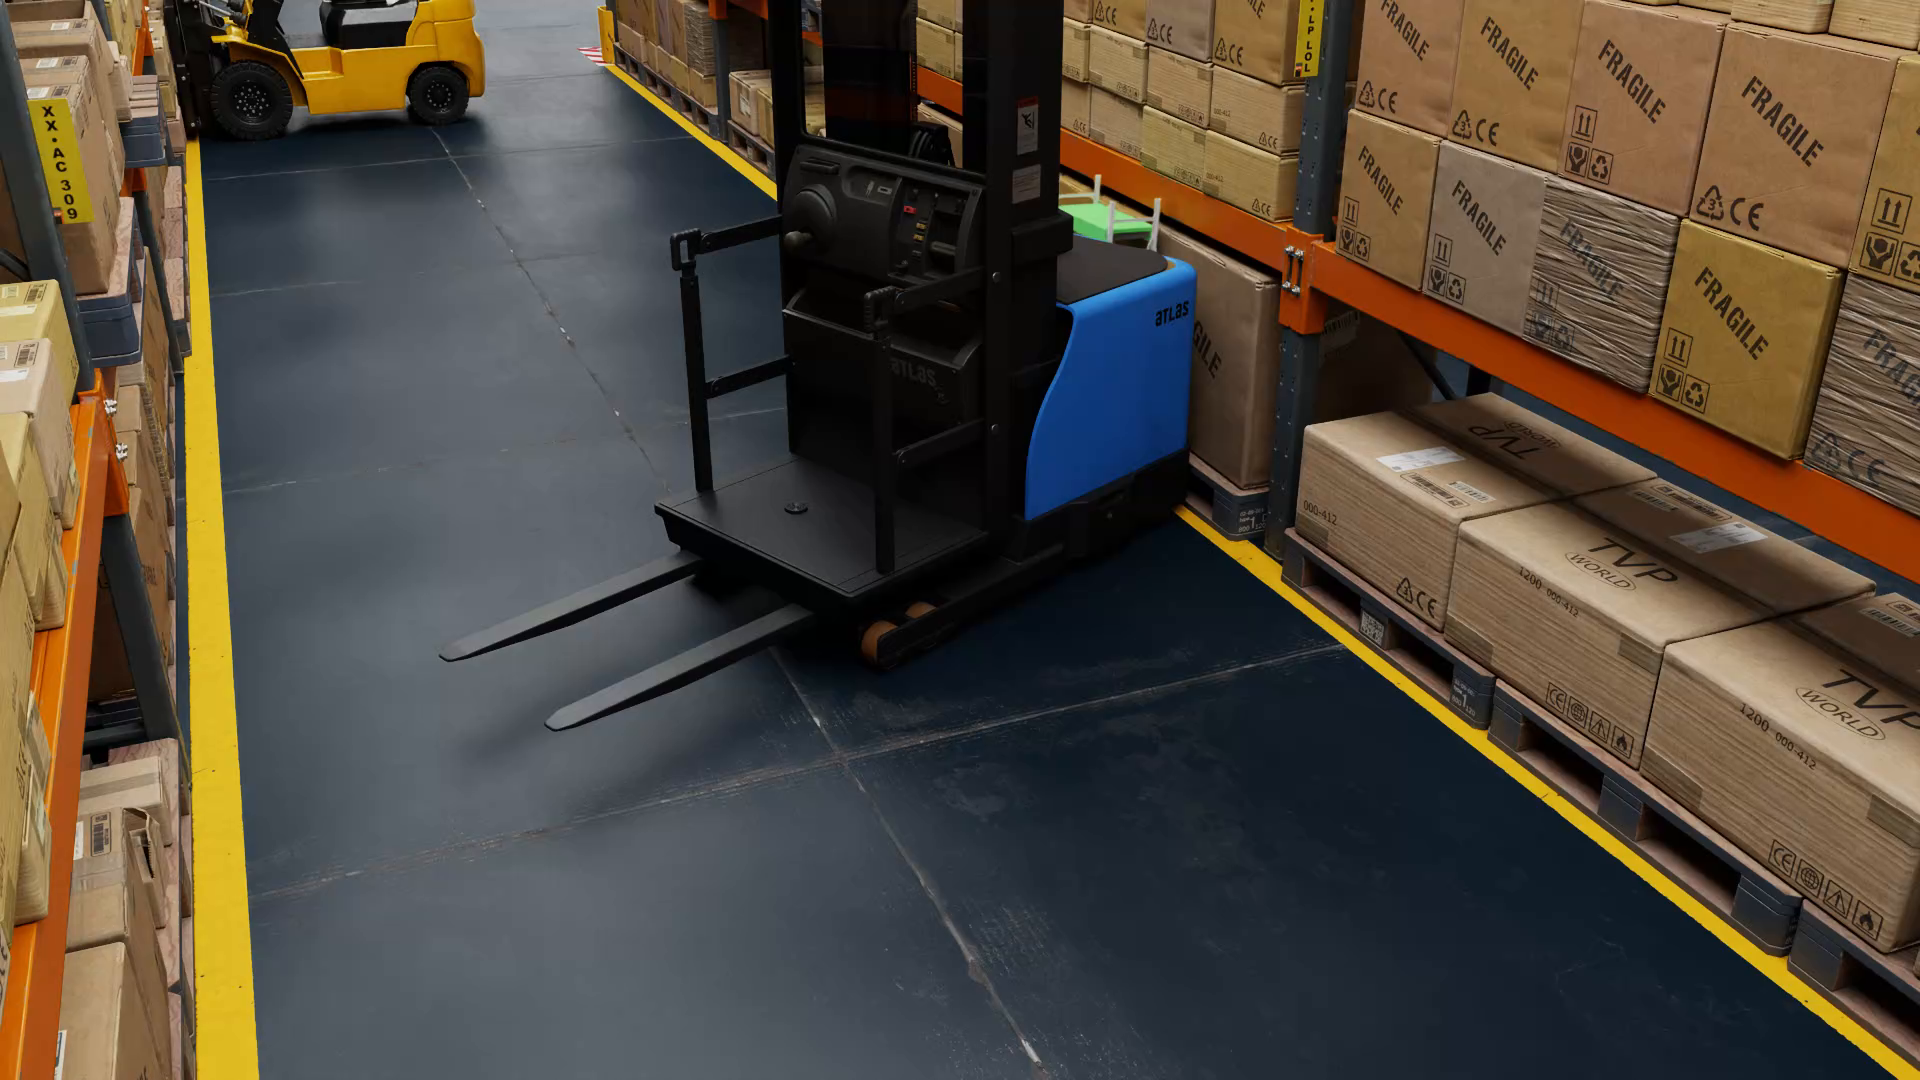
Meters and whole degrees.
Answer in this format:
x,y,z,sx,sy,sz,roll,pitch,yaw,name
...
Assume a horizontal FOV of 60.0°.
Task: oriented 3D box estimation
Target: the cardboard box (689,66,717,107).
x,y,z,sx,sy,sz,roll,pitch,yaw,name
-1.915,-3.741,13.648,0.500,0.250,0.500,-9,28,-18,cardboard box

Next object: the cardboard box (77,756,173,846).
x,y,z,sx,sy,sz,roll,pitch,yaw,name
-2.381,0.756,4.554,0.380,0.149,0.250,-11,28,-22,cardboard box

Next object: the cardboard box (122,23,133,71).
x,y,z,sx,sy,sz,roll,pitch,yaw,name
-4.785,-2.690,9.012,0.500,0.250,0.500,-12,28,-22,cardboard box

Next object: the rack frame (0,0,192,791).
x,y,z,sx,sy,sz,roll,pitch,yaw,name
-2.869,-0.511,4.378,1.000,3.000,0.127,-11,28,-21,rack frame

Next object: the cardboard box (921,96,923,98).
x,y,z,sx,sy,sz,roll,pitch,yaw,name
-0.604,-4.139,14.655,0.500,0.500,0.500,8,27,15,cardboard box

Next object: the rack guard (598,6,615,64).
x,y,z,sx,sy,sz,roll,pitch,yaw,name
-2.973,-5.056,16.535,1.175,0.500,0.348,-11,28,-21,rack guard

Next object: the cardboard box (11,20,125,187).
x,y,z,sx,sy,sz,roll,pitch,yaw,name
-3.363,-1.504,5.819,0.700,0.500,0.500,-11,28,-21,cardboard box

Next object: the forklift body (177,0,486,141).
x,y,z,sx,sy,sz,roll,pitch,yaw,name
-5.147,-4.522,13.560,2.313,2.155,1.214,-11,28,-21,forklift body

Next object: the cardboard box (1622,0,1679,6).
x,y,z,sx,sy,sz,roll,pitch,yaw,name
1.954,-1.559,4.532,0.380,0.149,0.250,-11,28,-22,cardboard box

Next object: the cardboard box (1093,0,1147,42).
x,y,z,sx,sy,sz,roll,pitch,yaw,name
0.901,-2.412,7.019,0.500,0.500,0.500,-10,28,-19,cardboard box

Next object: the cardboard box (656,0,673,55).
x,y,z,sx,sy,sz,roll,pitch,yaw,name
-2.316,-4.489,14.325,0.500,0.500,0.500,-9,27,-18,cardboard box

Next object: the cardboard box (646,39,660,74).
x,y,z,sx,sy,sz,roll,pitch,yaw,name
-2.523,-4.364,14.925,0.500,0.250,0.500,-9,27,-17,cardboard box

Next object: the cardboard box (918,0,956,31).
x,y,z,sx,sy,sz,roll,pitch,yaw,name
0.102,-2.890,8.852,0.500,0.250,0.500,-11,28,-21,cardboard box

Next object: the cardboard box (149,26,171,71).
x,y,z,sx,sy,sz,roll,pitch,yaw,name
-6.094,-3.600,12.221,0.500,0.250,0.500,-11,28,-21,cardboard box

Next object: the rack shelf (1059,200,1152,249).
x,y,z,sx,sy,sz,roll,pitch,yaw,name
0.606,-1.324,7.119,0.258,0.148,0.480,-9,26,-25,rack shelf

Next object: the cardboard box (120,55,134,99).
x,y,z,sx,sy,sz,roll,pitch,yaw,name
-3.825,-2.002,7.240,0.380,0.149,0.250,-10,28,-20,cardboard box

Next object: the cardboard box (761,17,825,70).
x,y,z,sx,sy,sz,roll,pitch,yaw,name
-1.419,-4.170,13.672,0.500,0.500,0.500,-9,27,-18,cardboard box

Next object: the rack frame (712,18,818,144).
x,y,z,sx,sy,sz,roll,pitch,yaw,name
-1.436,-4.595,12.742,1.000,3.000,0.127,-11,28,-21,rack frame

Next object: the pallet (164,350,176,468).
x,y,z,sx,sy,sz,roll,pitch,yaw,name
-4.178,-0.565,7.666,1.003,0.211,1.213,-11,28,-21,pallet

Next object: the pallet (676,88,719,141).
x,y,z,sx,sy,sz,roll,pitch,yaw,name
-1.732,-3.607,13.897,1.003,0.211,1.213,-11,28,-21,pallet

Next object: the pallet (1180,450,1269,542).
x,y,z,sx,sy,sz,roll,pitch,yaw,name
1.325,-0.411,7.351,1.003,0.211,1.213,-11,28,-21,pallet

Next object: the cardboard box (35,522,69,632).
x,y,z,sx,sy,sz,roll,pitch,yaw,name
-2.062,0.098,3.416,0.380,0.149,0.250,-11,28,-21,cardboard box

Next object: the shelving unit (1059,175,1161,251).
x,y,z,sx,sy,sz,roll,pitch,yaw,name
0.585,-0.942,7.285,0.258,1.200,0.503,-9,26,-25,shelving unit

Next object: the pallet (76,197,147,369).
x,y,z,sx,sy,sz,roll,pitch,yaw,name
-3.081,-0.766,5.119,1.003,0.211,1.213,-11,28,-21,pallet

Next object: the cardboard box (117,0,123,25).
x,y,z,sx,sy,sz,roll,pitch,yaw,name
-4.579,-2.706,8.475,0.500,0.250,0.500,-10,28,-19,cardboard box

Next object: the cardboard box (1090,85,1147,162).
x,y,z,sx,sy,sz,roll,pitch,yaw,name
0.911,-1.848,7.288,0.500,0.250,0.500,-11,28,-22,cardboard box

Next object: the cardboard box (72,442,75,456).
x,y,z,sx,sy,sz,roll,pitch,yaw,name
-2.390,-0.211,4.050,0.380,0.149,0.250,-10,28,-19,cardboard box

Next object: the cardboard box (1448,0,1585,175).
x,y,z,sx,sy,sz,roll,pitch,yaw,name
1.852,-1.421,4.987,0.500,0.500,0.500,-11,28,-21,cardboard box

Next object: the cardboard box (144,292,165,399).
x,y,z,sx,sy,sz,roll,pitch,yaw,name
-3.886,-0.854,7.450,0.500,0.500,0.500,-11,28,-21,cardboard box

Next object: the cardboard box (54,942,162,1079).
x,y,z,sx,sy,sz,roll,pitch,yaw,name
-1.869,1.193,3.258,0.500,0.500,0.500,-10,28,-20,cardboard box

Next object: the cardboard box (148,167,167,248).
x,y,z,sx,sy,sz,roll,pitch,yaw,name
-5.194,-2.036,9.729,0.875,0.625,0.625,-12,28,-23,cardboard box

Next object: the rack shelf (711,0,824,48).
x,y,z,sx,sy,sz,roll,pitch,yaw,name
-0.653,-3.464,11.246,1.077,0.370,4.000,-11,28,-21,rack shelf

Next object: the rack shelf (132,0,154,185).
x,y,z,sx,sy,sz,roll,pitch,yaw,name
-5.219,-2.610,9.497,1.077,0.370,4.000,-11,28,-21,rack shelf

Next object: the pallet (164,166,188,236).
x,y,z,sx,sy,sz,roll,pitch,yaw,name
-5.677,-2.197,11.009,1.003,0.211,1.213,-11,28,-21,pallet

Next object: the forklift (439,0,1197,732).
x,y,z,sx,sy,sz,roll,pitch,yaw,name
-0.431,-1.119,5.701,1.130,2.935,3.031,23,34,38,forklift

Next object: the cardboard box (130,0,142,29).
x,y,z,sx,sy,sz,roll,pitch,yaw,name
-5.362,-3.313,10.287,0.500,0.250,0.500,-11,28,-21,cardboard box

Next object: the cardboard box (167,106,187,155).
x,y,z,sx,sy,sz,roll,pitch,yaw,name
-5.887,-2.946,12.020,0.500,0.250,0.500,-10,28,-20,cardboard box

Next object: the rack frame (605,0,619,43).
x,y,z,sx,sy,sz,roll,pitch,yaw,name
-3.003,-6.210,16.050,1.000,3.000,0.127,-11,28,-21,rack frame

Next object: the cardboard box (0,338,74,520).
x,y,z,sx,sy,sz,roll,pitch,yaw,name
-2.235,-0.214,3.601,0.500,0.250,0.500,-10,28,-20,cardboard box

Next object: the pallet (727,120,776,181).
x,y,z,sx,sy,sz,roll,pitch,yaw,name
-1.130,-3.028,12.711,1.003,0.211,1.213,-11,28,-21,pallet

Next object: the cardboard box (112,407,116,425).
x,y,z,sx,sy,sz,roll,pitch,yaw,name
-3.239,-0.474,5.933,0.380,0.149,0.250,-11,28,-21,cardboard box

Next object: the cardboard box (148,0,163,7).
x,y,z,sx,sy,sz,roll,pitch,yaw,name
-6.689,-4.218,13.487,0.500,0.250,0.500,-10,28,-20,cardboard box

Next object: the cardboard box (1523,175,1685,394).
x,y,z,sx,sy,sz,roll,pitch,yaw,name
2.022,-0.770,4.794,0.500,0.500,0.500,-10,28,-20,cardboard box

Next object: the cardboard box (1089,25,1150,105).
x,y,z,sx,sy,sz,roll,pitch,yaw,name
0.889,-2.067,7.167,0.500,0.250,0.500,-10,28,-19,cardboard box

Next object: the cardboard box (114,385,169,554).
x,y,z,sx,sy,sz,roll,pitch,yaw,name
-3.260,-0.226,6.164,0.500,0.500,0.500,-11,28,-22,cardboard box

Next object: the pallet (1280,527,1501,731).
x,y,z,sx,sy,sz,roll,pitch,yaw,name
1.923,0.208,6.083,1.003,0.211,1.213,-11,28,-21,pallet

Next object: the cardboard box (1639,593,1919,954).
x,y,z,sx,sy,sz,roll,pitch,yaw,name
2.547,0.595,4.554,0.875,0.438,0.875,-10,28,-19,cardboard box

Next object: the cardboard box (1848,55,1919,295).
x,y,z,sx,sy,sz,roll,pitch,yaw,name
2.433,-0.805,3.726,0.500,0.500,0.500,-11,28,-21,cardboard box

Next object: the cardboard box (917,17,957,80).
x,y,z,sx,sy,sz,roll,pitch,yaw,name
0.091,-2.672,8.975,0.500,0.250,0.500,-11,28,-21,cardboard box

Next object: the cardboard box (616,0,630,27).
x,y,z,sx,sy,sz,roll,pitch,yaw,name
-2.931,-5.117,15.612,0.500,0.500,0.500,-12,28,-22,cardboard box

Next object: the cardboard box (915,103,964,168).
x,y,z,sx,sy,sz,roll,pitch,yaw,name
0.324,-1.921,9.209,0.875,0.875,0.875,-11,28,-21,cardboard box

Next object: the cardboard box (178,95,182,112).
x,y,z,sx,sy,sz,roll,pitch,yaw,name
-6.496,-3.561,13.281,0.500,0.250,0.500,-10,28,-19,cardboard box

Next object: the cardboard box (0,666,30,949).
x,y,z,sx,sy,sz,roll,pitch,yaw,name
-1.631,0.401,2.343,0.500,0.250,0.500,-11,28,-22,cardboard box

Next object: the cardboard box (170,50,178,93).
x,y,z,sx,sy,sz,roll,pitch,yaw,name
-6.293,-3.575,12.738,0.500,0.250,0.500,-11,28,-21,cardboard box

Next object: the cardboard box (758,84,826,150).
x,y,z,sx,sy,sz,roll,pitch,yaw,name
-0.944,-3.102,12.201,0.950,0.372,0.625,-9,27,-17,cardboard box

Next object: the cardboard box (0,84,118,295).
x,y,z,sx,sy,sz,roll,pitch,yaw,name
-2.853,-0.978,4.742,0.700,0.500,0.500,-10,28,-19,cardboard box

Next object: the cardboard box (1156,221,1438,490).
x,y,z,sx,sy,sz,roll,pitch,yaw,name
1.380,-0.836,6.986,0.875,0.875,0.875,-10,28,-19,cardboard box

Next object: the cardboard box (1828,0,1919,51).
x,y,z,sx,sy,sz,roll,pitch,yaw,name
2.303,-1.262,3.922,0.380,0.149,0.250,-10,28,-19,cardboard box
